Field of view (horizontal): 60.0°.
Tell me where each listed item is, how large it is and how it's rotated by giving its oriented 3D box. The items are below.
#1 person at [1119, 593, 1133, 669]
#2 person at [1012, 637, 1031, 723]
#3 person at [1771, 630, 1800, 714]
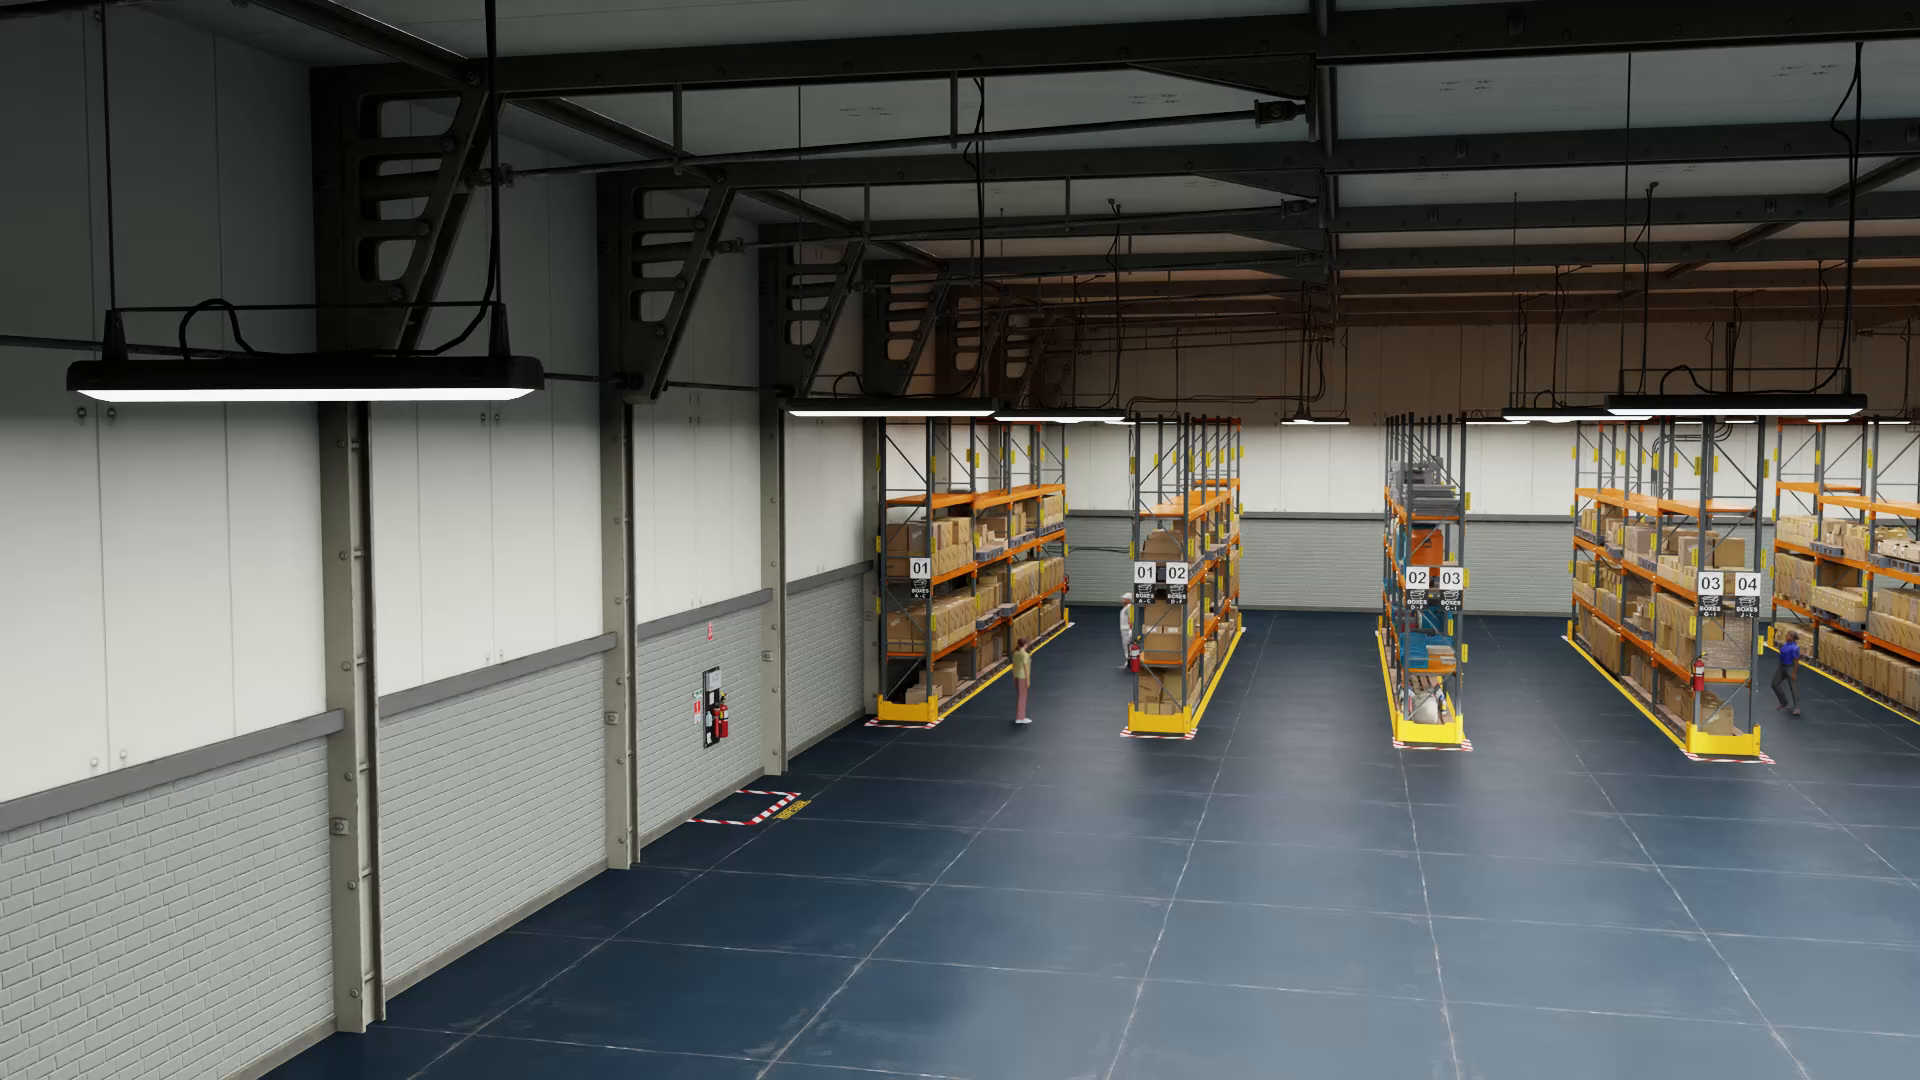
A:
[{"bbox_3d":[3.954,2.149,39.506,0.354,1.796,0.632,0,4,2],"label":"person"},{"bbox_3d":[1.260,2.720,32.274,0.451,1.695,0.510,-2,4,-29],"label":"person"},{"bbox_3d":[16.635,2.641,33.364,0.338,1.676,0.622,-1,4,-18],"label":"person"}]
